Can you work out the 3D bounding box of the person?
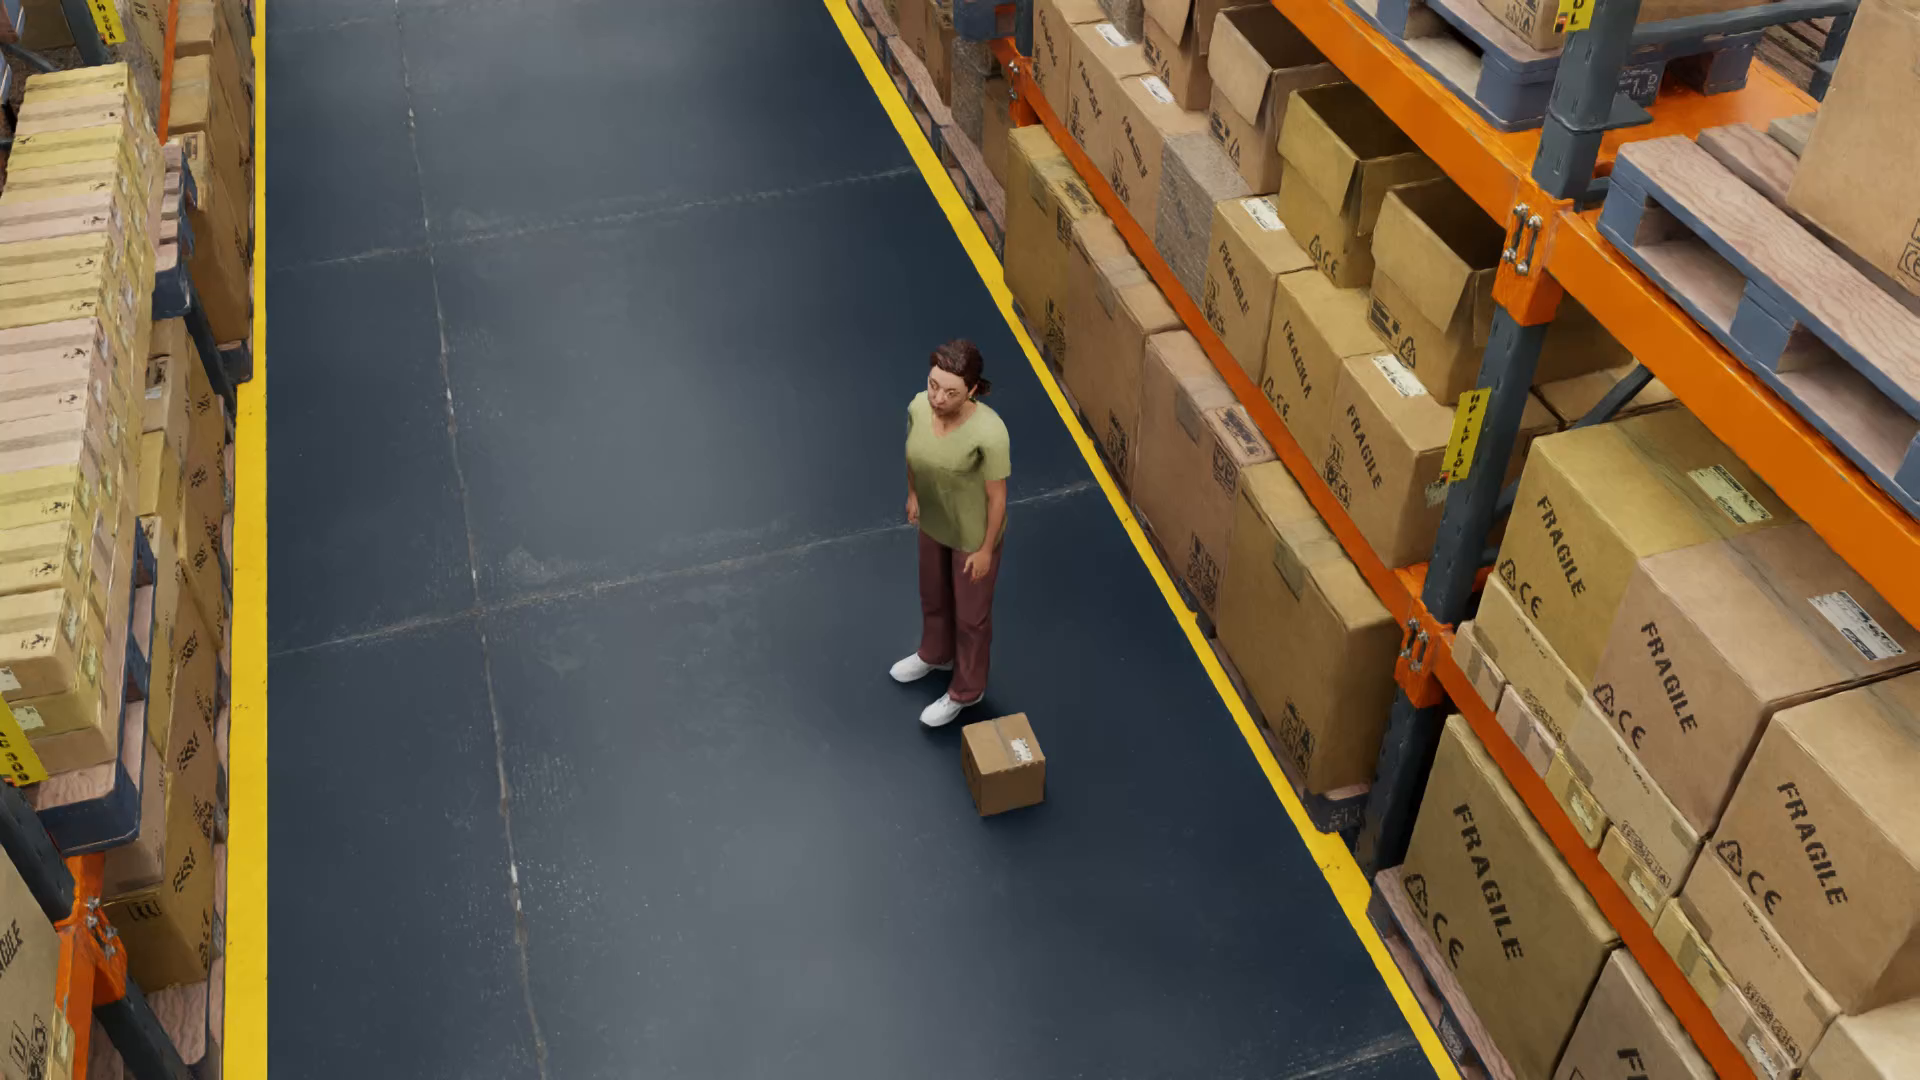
[{"bbox_3d":[-0.075,-0.021,6.148,0.497,1.682,0.443,29,50,28],"label":"person"}]
